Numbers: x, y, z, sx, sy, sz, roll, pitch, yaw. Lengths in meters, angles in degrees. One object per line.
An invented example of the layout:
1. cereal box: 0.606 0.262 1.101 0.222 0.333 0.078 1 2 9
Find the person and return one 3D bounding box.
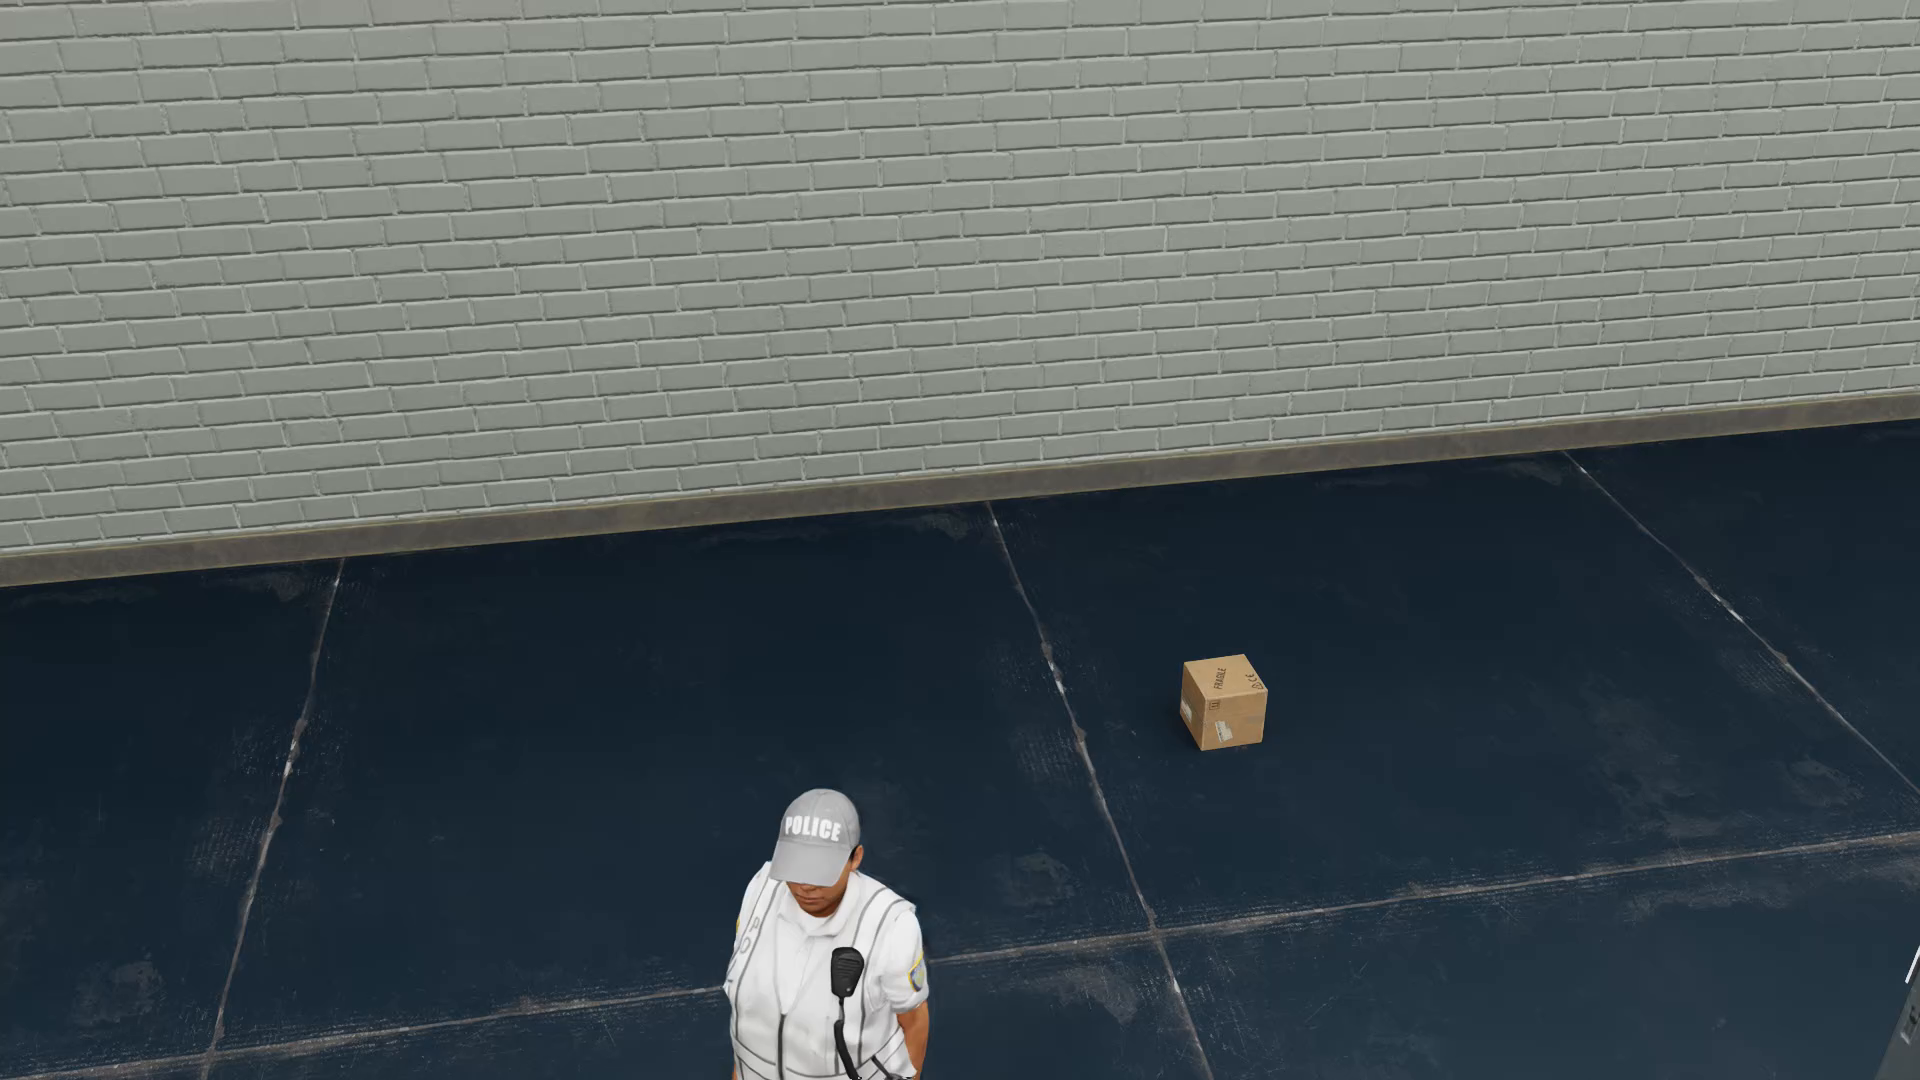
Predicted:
1. person: -0.303 1.266 3.984 0.479 1.639 0.699 14 34 22
